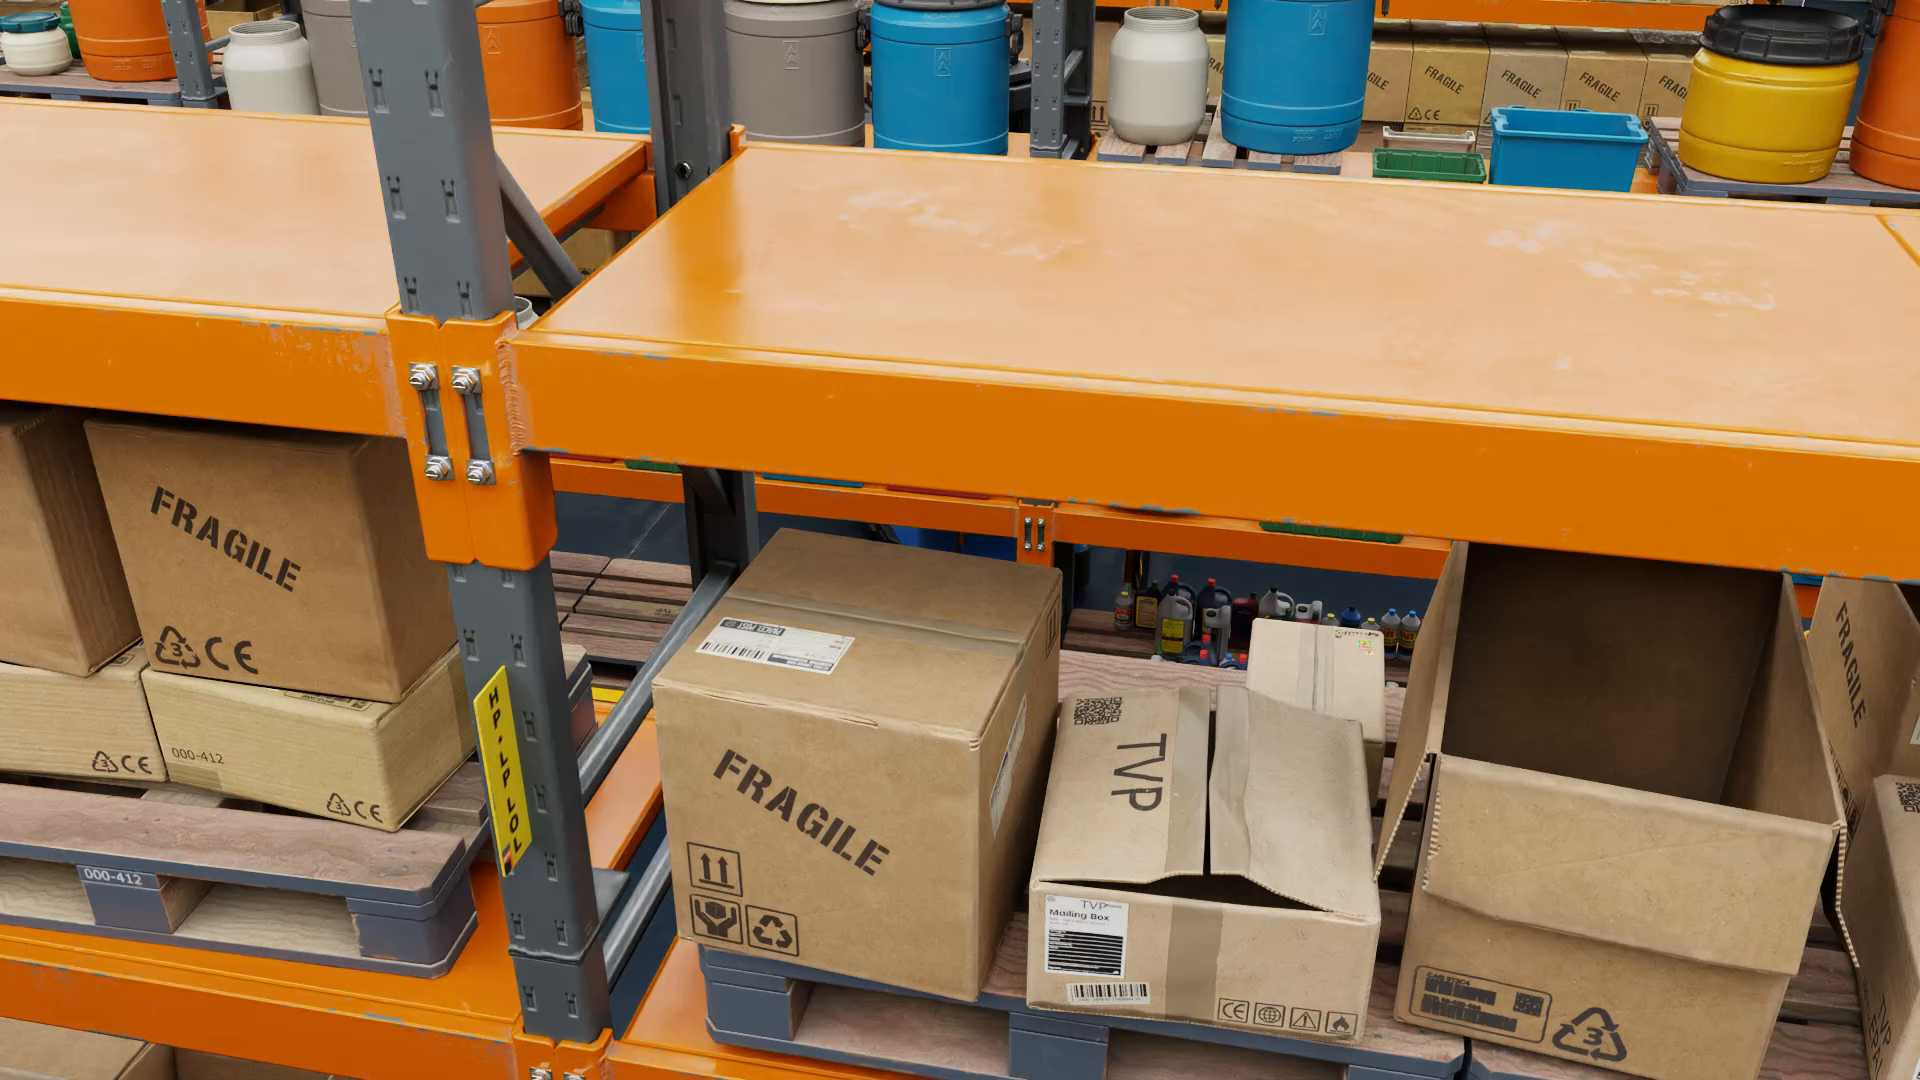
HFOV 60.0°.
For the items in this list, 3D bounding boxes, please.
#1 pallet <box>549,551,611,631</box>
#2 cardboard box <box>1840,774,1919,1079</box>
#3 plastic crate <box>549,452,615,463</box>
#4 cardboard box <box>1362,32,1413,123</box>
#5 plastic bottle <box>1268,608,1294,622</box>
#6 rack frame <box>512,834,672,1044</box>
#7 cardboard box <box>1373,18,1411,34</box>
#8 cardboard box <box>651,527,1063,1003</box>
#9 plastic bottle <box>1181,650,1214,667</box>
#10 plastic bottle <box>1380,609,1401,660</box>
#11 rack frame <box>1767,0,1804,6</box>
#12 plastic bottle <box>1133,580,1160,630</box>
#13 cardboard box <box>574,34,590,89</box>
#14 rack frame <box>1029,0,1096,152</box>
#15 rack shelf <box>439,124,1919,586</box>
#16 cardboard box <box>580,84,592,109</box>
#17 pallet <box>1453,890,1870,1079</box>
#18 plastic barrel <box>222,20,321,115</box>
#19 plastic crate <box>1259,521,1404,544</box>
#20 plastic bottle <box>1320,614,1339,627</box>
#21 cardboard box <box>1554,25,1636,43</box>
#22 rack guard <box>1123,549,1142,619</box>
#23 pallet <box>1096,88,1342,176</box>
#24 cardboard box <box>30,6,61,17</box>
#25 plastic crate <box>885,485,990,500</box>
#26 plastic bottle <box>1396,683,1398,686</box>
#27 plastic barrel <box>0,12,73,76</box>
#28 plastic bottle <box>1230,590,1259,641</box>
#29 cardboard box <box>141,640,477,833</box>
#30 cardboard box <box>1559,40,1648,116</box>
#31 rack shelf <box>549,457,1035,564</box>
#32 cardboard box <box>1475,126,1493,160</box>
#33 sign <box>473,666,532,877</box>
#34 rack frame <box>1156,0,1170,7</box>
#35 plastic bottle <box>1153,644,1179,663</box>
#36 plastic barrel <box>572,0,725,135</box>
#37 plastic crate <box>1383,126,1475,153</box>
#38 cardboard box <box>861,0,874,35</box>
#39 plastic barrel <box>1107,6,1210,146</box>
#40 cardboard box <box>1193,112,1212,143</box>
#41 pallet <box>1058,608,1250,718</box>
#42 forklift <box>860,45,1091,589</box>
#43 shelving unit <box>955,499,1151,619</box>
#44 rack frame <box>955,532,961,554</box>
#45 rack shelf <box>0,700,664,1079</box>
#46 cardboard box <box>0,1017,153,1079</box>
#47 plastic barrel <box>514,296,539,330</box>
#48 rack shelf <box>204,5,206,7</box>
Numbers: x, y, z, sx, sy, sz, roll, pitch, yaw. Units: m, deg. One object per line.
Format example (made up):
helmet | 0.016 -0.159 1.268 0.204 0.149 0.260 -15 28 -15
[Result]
pallet | -2.704 0.366 9.362 1.213 0.211 1.003 6 29 11
cardboard box | 1.607 0.605 2.407 0.500 0.311 0.500 9 30 17
plastic crate | -1.937 -0.675 8.293 0.583 0.464 0.402 6 29 11
cardboard box | 2.858 -3.227 11.565 0.500 0.500 0.500 6 29 11
plastic bottle | 1.655 0.478 8.624 0.133 0.283 0.061 6 29 11
rack frame | -0.580 1.774 3.886 0.127 3.000 1.000 6 29 11
cardboard box | 2.968 -3.475 12.018 0.500 0.500 0.500 6 29 11
cardboard box | -0.142 0.343 2.689 0.500 0.500 0.500 8 30 15
plastic bottle | 1.161 0.693 8.161 0.185 0.351 0.144 7 29 12
plastic bottle | 2.229 0.480 8.632 0.097 0.271 0.097 0 29 0
rack frame | 5.404 -2.477 11.651 0.127 3.000 1.000 6 29 11
plastic bottle | 0.998 0.340 8.876 0.133 0.283 0.061 7 30 13
cardboard box | -3.131 -3.844 12.999 0.637 0.503 0.797 7 29 12
rack frame | 0.458 -3.183 6.694 0.127 3.000 1.000 6 29 11
rack shelf | 1.376 -0.166 2.348 4.000 0.370 1.077 6 29 11
cardboard box | -2.954 -3.256 12.970 0.500 0.500 0.500 7 29 12
pallet | 1.449 0.694 2.828 1.213 0.211 1.003 6 29 11
plastic barrel | -3.214 -2.143 7.800 0.421 0.512 0.421 0 29 0
plastic crate | 1.727 -0.190 7.695 0.662 0.188 0.450 6 29 11
plastic bottle | 1.931 0.481 8.705 0.097 0.201 0.097 0 29 0
cardboard box | 4.436 -3.326 11.747 0.500 0.500 0.500 6 29 11
rack guard | 0.979 0.264 9.275 0.087 0.250 0.587 2 27 0
pallet | 1.184 -1.758 7.411 1.003 0.211 1.213 6 29 11
cardboard box | -7.326 -4.047 13.583 0.500 0.500 0.500 6 29 11
plastic crate | -0.079 -0.485 7.945 0.583 0.464 0.402 6 29 11
plastic bottle | 2.114 0.793 8.134 0.097 0.201 0.097 0 29 0
plastic barrel | -4.533 -2.431 8.150 0.301 0.262 0.301 0 29 0
plastic bottle | 1.504 0.392 8.781 0.133 0.283 0.061 8 30 14
cardboard box | -1.180 0.273 3.222 0.500 0.250 0.500 9 30 16
cardboard box | 4.325 -3.076 11.290 0.500 0.500 0.500 6 29 11
rack shelf | -1.498 -0.437 8.674 4.000 0.370 1.077 6 29 11
cardboard box | 3.878 -2.783 11.797 0.500 0.500 0.875 6 29 11
sign | -0.684 0.349 2.499 0.005 0.325 0.100 6 29 11
rack frame | 1.492 -2.878 12.383 0.127 3.000 1.000 6 29 11
plastic bottle | 1.022 0.654 8.303 0.133 0.283 0.061 6 29 11
plastic barrel | -1.364 -2.168 7.440 0.708 0.901 0.600 6 29 11
plastic crate | 2.112 -1.781 7.530 0.396 0.136 0.243 6 29 11
cardboard box | -0.902 -5.470 17.014 0.500 0.500 0.500 6 29 11
plastic barrel | 0.838 -1.965 7.039 0.421 0.512 0.421 0 29 0
cardboard box | 1.920 -2.978 12.152 0.500 0.500 0.875 6 29 11
pallet | 1.106 0.758 8.645 1.213 0.211 1.003 6 29 11
forklift | -0.198 -1.569 10.064 1.130 2.935 3.031 -9 30 -16
shelving unit | 0.503 -0.314 8.998 1.083 1.500 0.587 2 27 0
rack frame | 0.004 -0.334 9.000 0.032 1.500 0.500 2 27 0
rack shelf | -2.536 0.573 3.705 4.000 0.370 1.077 6 29 11
cardboard box | -2.333 1.542 4.205 0.500 0.500 0.500 6 29 11
plastic barrel | -2.403 -0.999 8.835 0.421 0.512 0.421 0 29 0
rack shelf | -7.152 -5.884 18.624 4.000 0.370 1.077 6 29 11
